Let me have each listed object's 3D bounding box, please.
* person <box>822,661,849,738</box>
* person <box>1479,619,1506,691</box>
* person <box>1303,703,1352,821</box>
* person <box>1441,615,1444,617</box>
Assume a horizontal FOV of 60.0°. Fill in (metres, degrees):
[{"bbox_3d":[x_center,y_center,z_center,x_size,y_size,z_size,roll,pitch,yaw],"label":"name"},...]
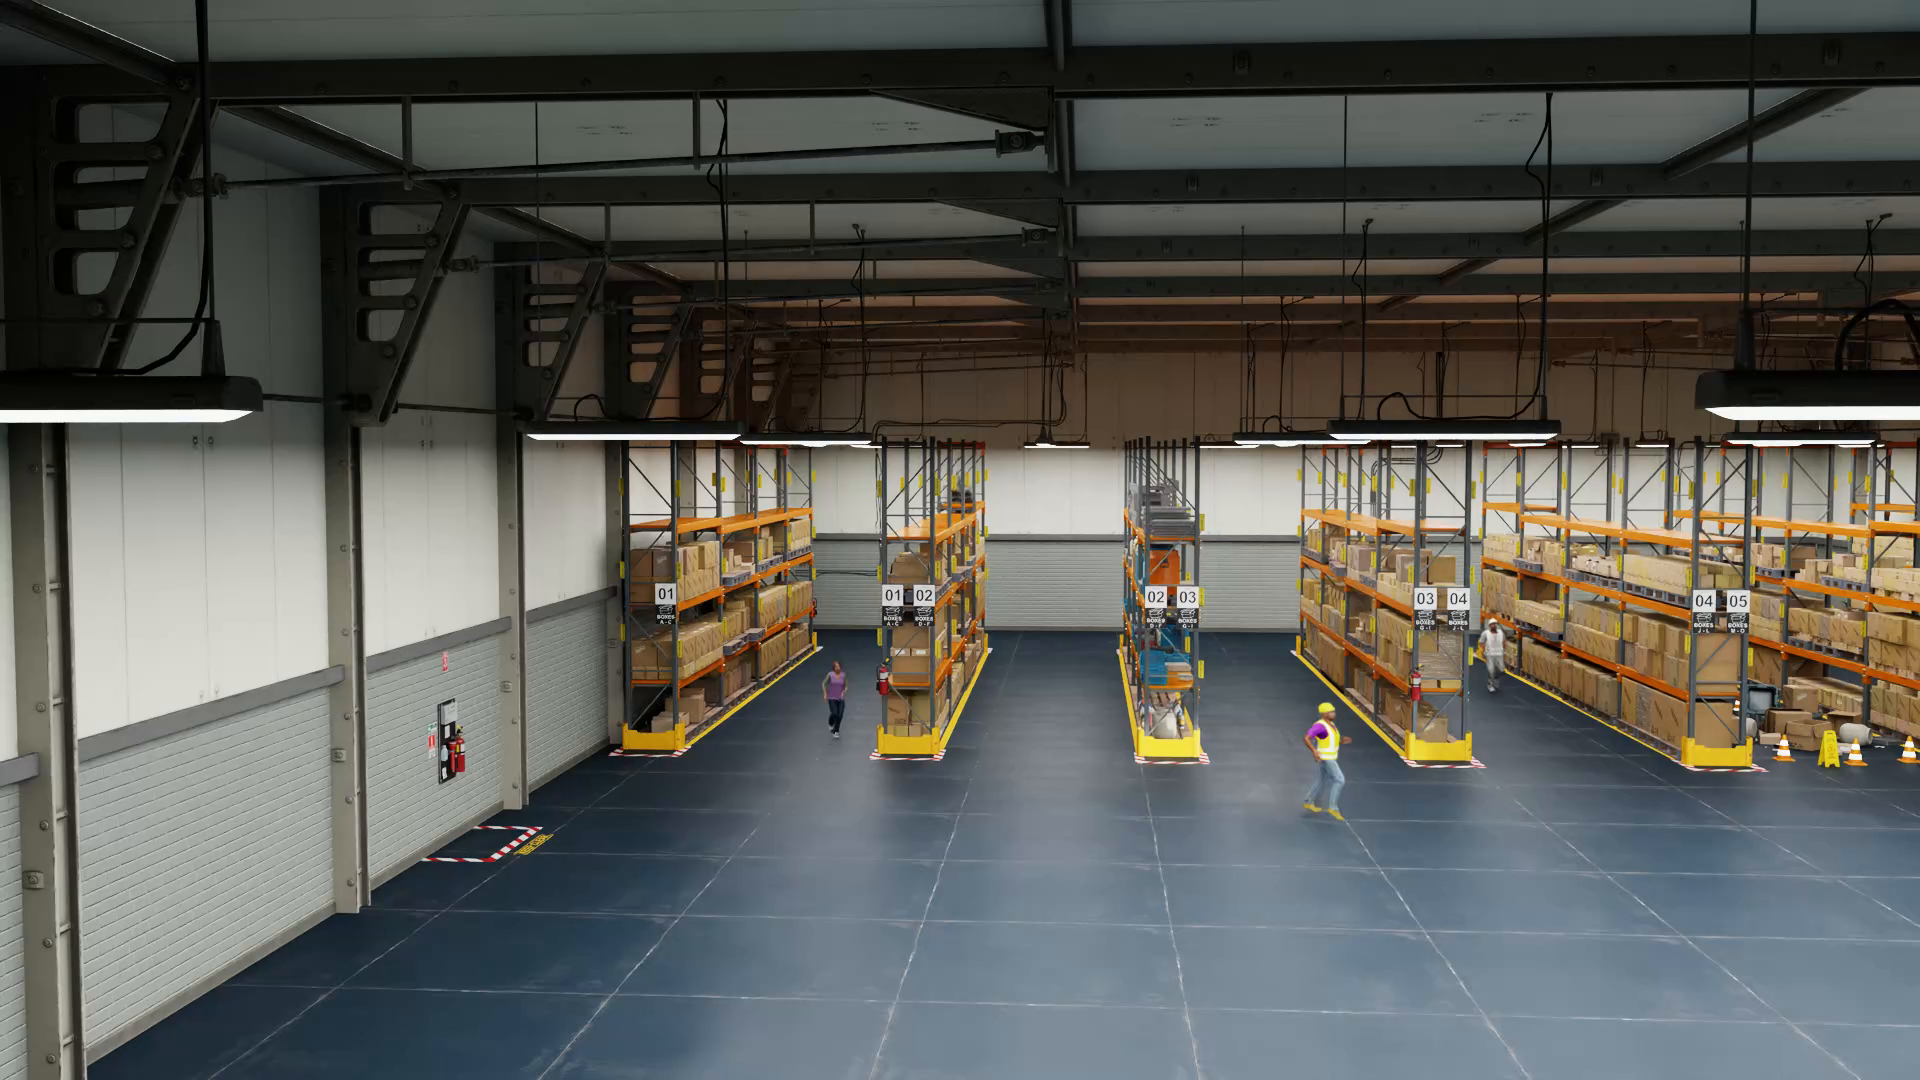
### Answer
[{"bbox_3d":[-2.456,3.172,33.029,0.515,1.554,0.627,-1,3,-15],"label":"person"},{"bbox_3d":[12.672,2.737,39.448,0.672,1.736,0.599,0,3,2],"label":"person"},{"bbox_3d":[5.726,3.450,25.949,0.766,1.828,0.669,1,3,23],"label":"person"},{"bbox_3d":[13.330,2.393,46.762,0.644,1.647,0.836,3,4,44],"label":"person"}]
